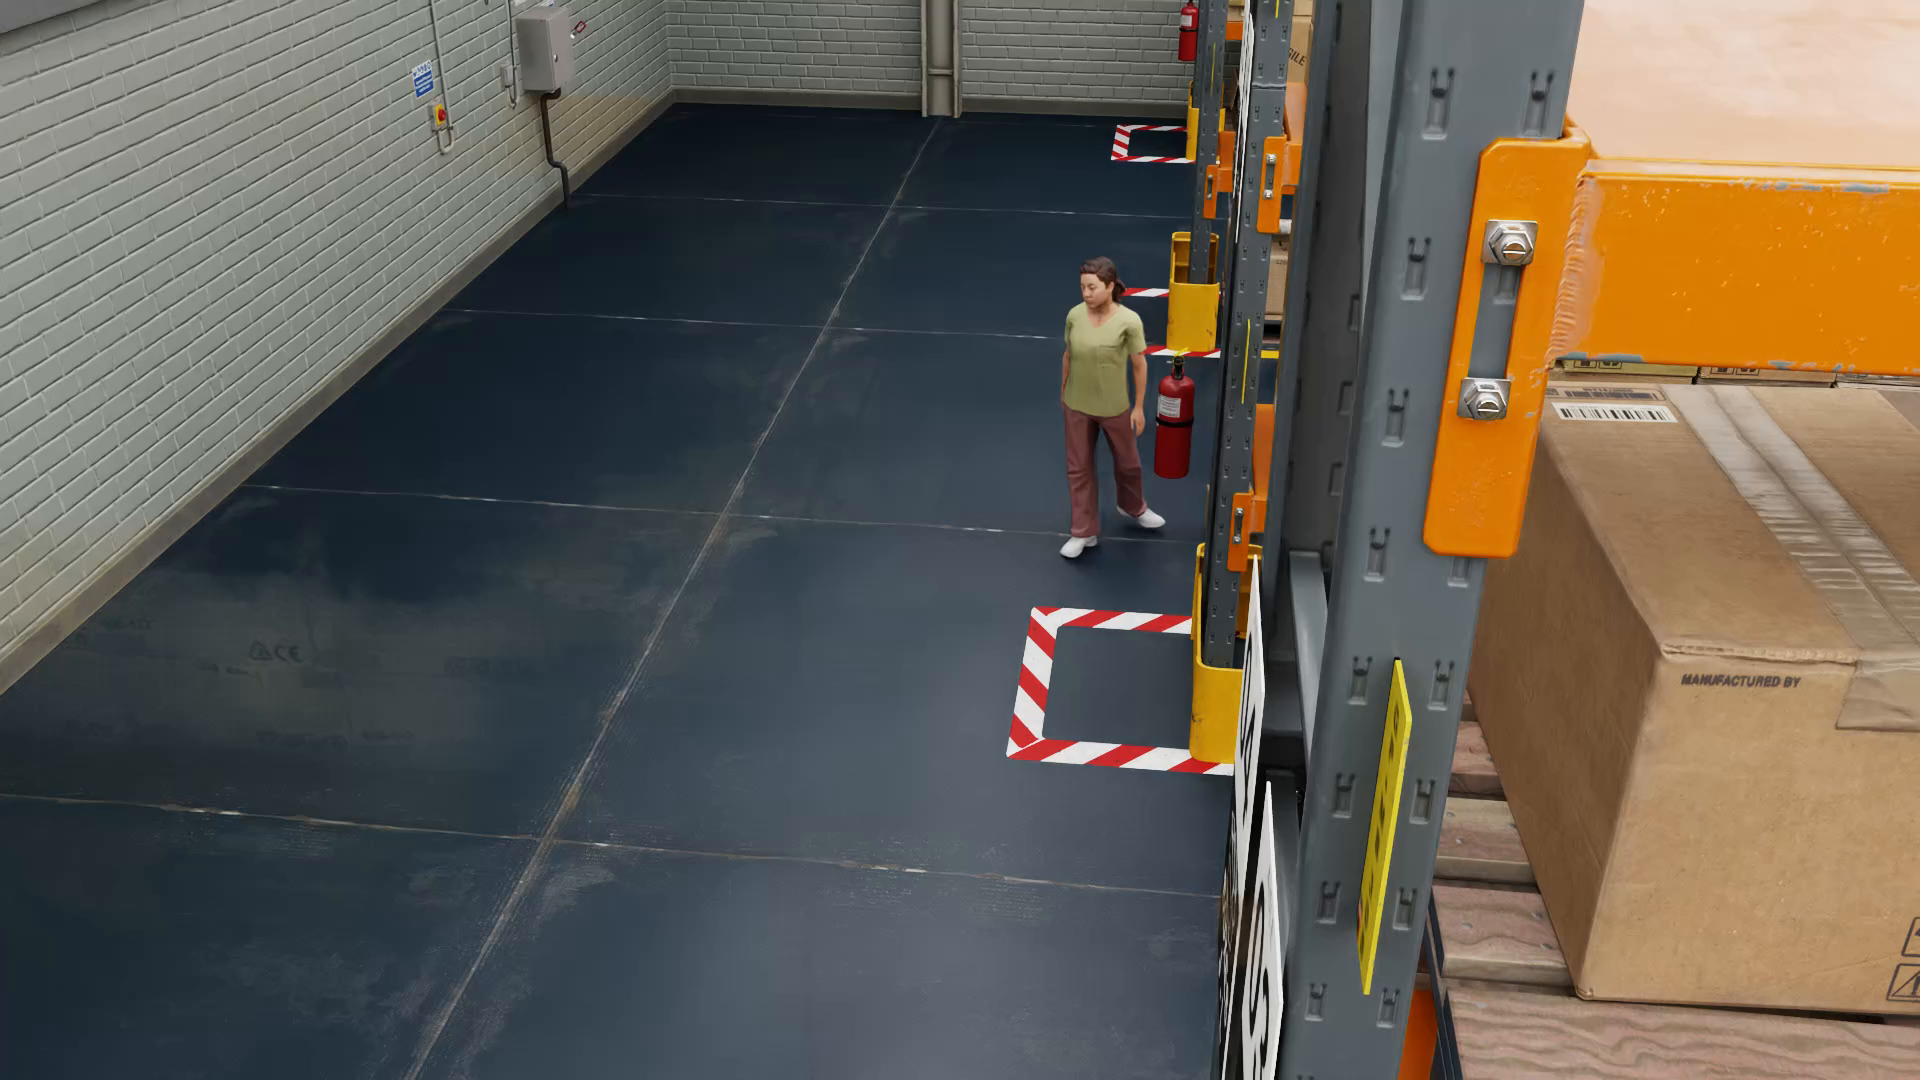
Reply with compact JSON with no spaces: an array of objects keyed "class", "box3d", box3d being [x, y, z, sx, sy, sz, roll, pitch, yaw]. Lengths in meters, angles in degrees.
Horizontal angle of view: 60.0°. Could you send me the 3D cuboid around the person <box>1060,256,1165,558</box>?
[{"class":"person","box3d":[0.813,-0.729,8.956,0.604,1.664,0.605,9,30,17]}]
